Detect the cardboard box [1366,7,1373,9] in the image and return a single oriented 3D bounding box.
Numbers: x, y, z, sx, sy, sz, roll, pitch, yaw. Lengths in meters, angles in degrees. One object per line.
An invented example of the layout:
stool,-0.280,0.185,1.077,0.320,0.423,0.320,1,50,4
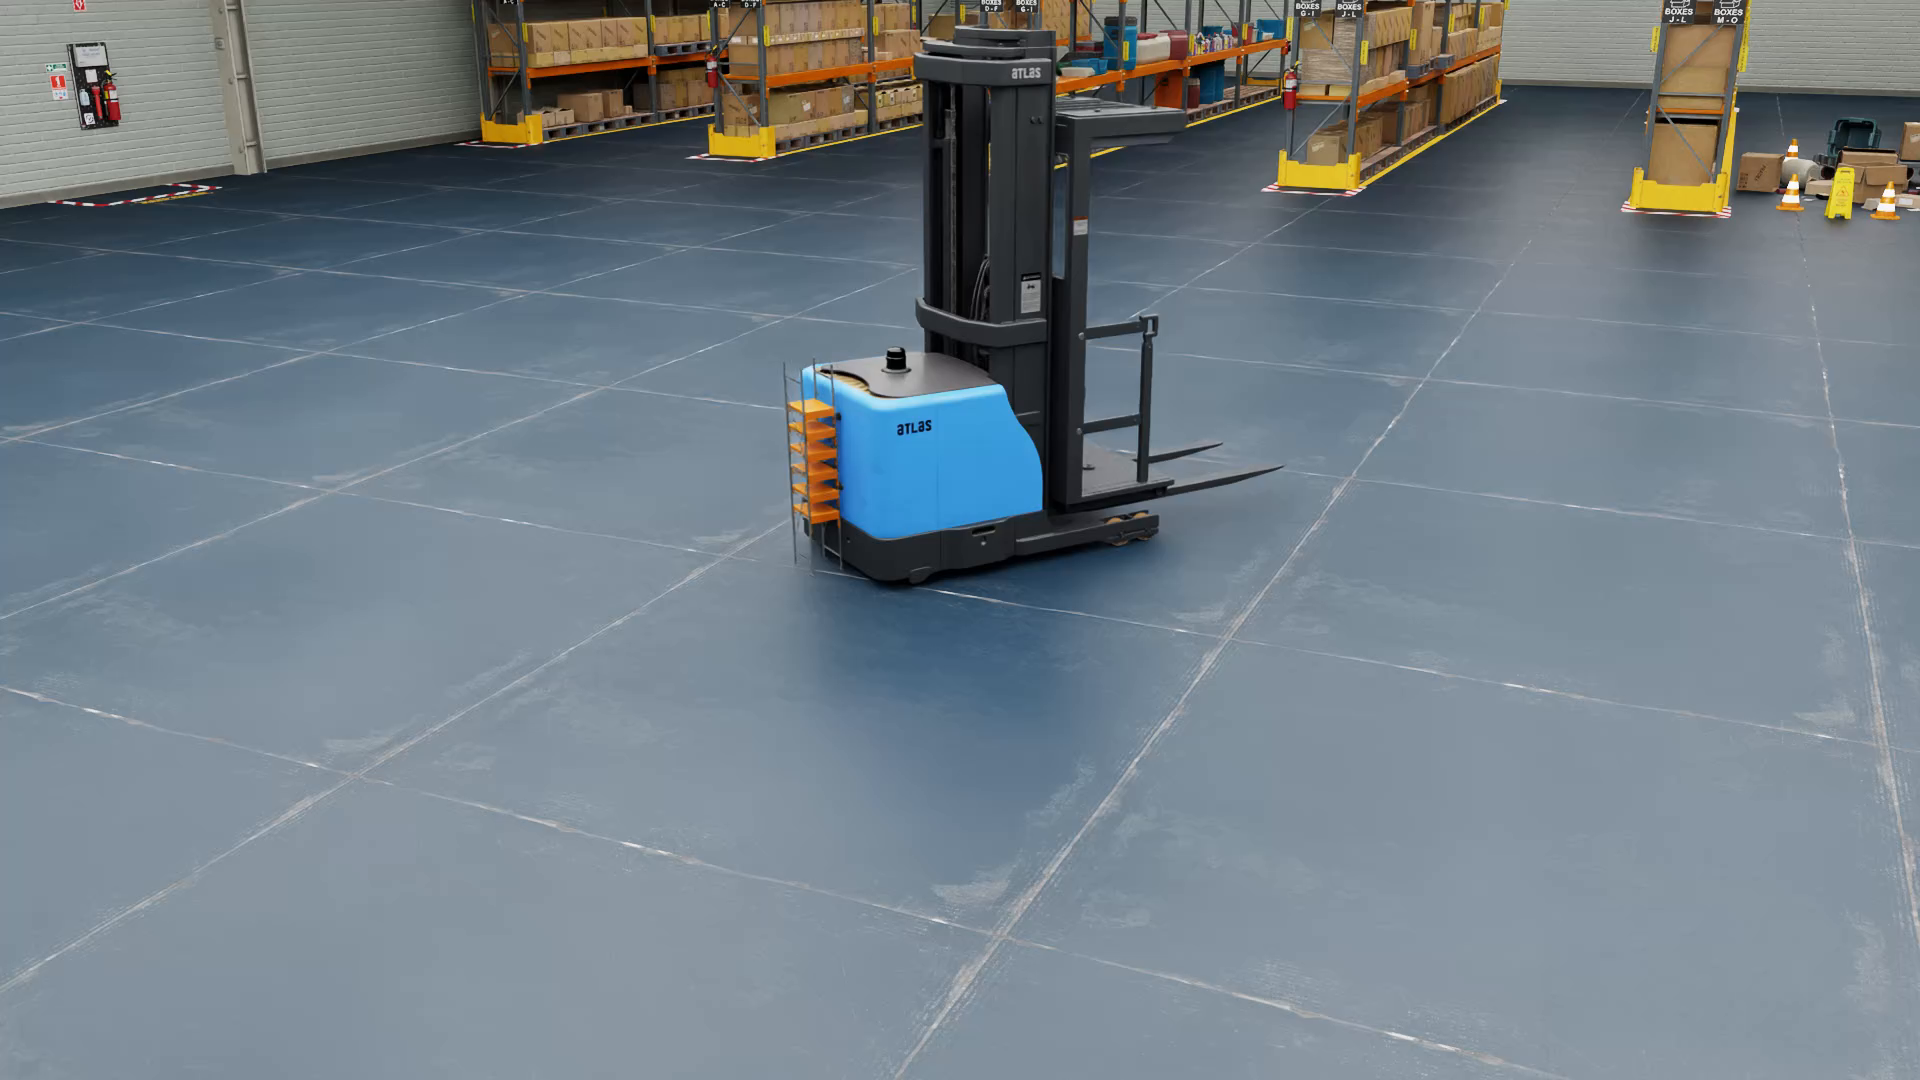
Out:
cardboard box,6.328,-8.296,26.733,0.500,0.500,0.500,9,21,23

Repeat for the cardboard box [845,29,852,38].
cardboard box,-2.213,-9.338,30.632,0.380,0.149,0.250,8,21,21

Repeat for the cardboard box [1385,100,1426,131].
cardboard box,8.114,-7.767,30.405,0.700,0.500,0.500,7,21,18

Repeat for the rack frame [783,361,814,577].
rack frame,-0.900,-0.387,9.267,0.006,1.200,0.240,-13,23,-28

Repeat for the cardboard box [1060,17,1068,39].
cardboard box,2.265,-12.330,40.013,0.500,0.500,0.500,8,21,22

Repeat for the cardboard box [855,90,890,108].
cardboard box,-1.692,-8.512,32.067,0.500,0.311,0.500,9,21,23

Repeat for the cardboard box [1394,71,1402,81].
cardboard box,7.016,-7.594,27.219,0.380,0.149,0.250,9,21,23

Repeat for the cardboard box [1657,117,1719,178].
cardboard box,10.369,-5.641,23.899,0.875,0.875,0.875,8,21,22

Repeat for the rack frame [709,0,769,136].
rack frame,-3.727,-8.031,28.074,1.000,3.000,0.127,9,21,23

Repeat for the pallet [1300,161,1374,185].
pallet,5.705,-5.623,25.466,1.003,0.211,1.213,9,21,23

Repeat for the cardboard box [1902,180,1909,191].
cardboard box,13.697,-5.291,24.449,0.258,0.266,0.396,-5,20,-15

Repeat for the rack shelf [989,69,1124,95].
rack shelf,1.610,-7.622,27.999,1.077,0.370,4.000,9,21,23

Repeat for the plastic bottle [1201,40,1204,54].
plastic bottle,4.950,-10.107,34.104,0.097,0.271,0.097,0,20,0

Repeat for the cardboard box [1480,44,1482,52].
cardboard box,10.755,-10.345,34.957,0.380,0.149,0.250,8,21,21

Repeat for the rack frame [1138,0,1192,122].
rack frame,4.067,-9.795,33.036,1.000,3.000,0.127,9,21,23

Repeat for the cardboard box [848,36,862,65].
cardboard box,-2.265,-9.164,31.111,0.700,0.500,0.500,8,21,21

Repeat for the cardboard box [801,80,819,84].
cardboard box,-3.843,-11.074,39.212,0.750,0.750,0.750,9,22,24

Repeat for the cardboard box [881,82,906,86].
cardboard box,-1.352,-9.206,34.017,0.500,0.311,0.500,8,21,21

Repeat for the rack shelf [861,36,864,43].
rack shelf,-2.515,-12.650,42.136,1.077,0.370,4.000,9,21,23

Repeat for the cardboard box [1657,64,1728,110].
cardboard box,9.904,-6.149,22.559,0.875,0.550,0.550,9,21,23

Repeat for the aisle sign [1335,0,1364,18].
aisle sign,5.558,-7.835,23.644,0.394,0.787,0.004,9,21,23

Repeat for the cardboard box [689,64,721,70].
cardboard box,-5.510,-10.145,35.973,0.500,0.250,0.500,9,21,24

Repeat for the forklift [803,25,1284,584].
forklift,0.603,-1.484,9.769,3.031,2.935,1.130,-11,22,-29

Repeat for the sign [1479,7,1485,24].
sign,10.722,-10.775,34.181,0.100,0.325,0.005,9,21,23

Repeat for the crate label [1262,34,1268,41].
crate label,6.950,-11.696,38.683,0.396,0.136,0.243,9,21,23

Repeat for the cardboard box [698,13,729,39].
cardboard box,-5.359,-11.090,35.869,0.700,0.500,0.500,6,21,18

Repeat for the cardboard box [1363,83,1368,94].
cardboard box,5.879,-6.755,24.860,0.380,0.149,0.250,9,21,23

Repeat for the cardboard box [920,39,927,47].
cardboard box,-0.994,-10.187,34.271,0.500,0.311,0.500,8,21,22

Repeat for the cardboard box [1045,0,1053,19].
cardboard box,1.848,-12.480,38.944,0.500,0.500,0.500,8,21,21

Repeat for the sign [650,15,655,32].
sign,-6.112,-10.268,33.072,0.100,0.325,0.005,9,21,23

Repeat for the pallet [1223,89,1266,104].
pallet,6.468,-10.309,38.641,1.003,0.211,1.213,9,21,23

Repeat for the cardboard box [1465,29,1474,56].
cardboard box,10.072,-10.055,33.616,0.500,0.500,0.500,9,22,24

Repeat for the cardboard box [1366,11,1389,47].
cardboard box,6.198,-7.764,25.239,0.500,0.500,0.500,9,21,23

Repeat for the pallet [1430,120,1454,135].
pallet,8.977,-8.033,32.241,1.003,0.211,1.213,9,21,23

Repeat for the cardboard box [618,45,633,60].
cardboard box,-6.739,-9.533,32.493,0.500,0.250,0.500,9,21,23

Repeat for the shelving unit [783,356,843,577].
shelving unit,-0.822,-0.405,9.311,0.189,1.200,0.258,-13,23,-28

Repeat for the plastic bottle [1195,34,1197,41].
plastic bottle,5.111,-10.869,36.228,0.061,0.283,0.133,9,21,23

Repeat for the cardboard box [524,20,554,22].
cardboard box,-7.826,-9.486,31.240,0.500,0.500,0.500,8,21,21

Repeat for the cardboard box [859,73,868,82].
cardboard box,-2.725,-11.765,41.679,0.700,0.500,0.500,8,21,22

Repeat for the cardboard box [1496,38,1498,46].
cardboard box,11.807,-11.132,37.170,0.380,0.149,0.250,9,21,23

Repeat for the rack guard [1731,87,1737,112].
rack guard,16.314,-9.649,36.354,1.175,0.500,0.348,9,21,23

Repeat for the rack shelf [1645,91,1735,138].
rack shelf,10.612,-6.231,24.087,1.077,0.370,4.000,9,21,23

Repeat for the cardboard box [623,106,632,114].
cardboard box,-6.801,-8.637,33.349,0.380,0.166,0.250,6,20,16

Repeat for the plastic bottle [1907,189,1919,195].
plastic bottle,13.749,-5.012,23.970,0.133,0.061,0.283,13,23,32

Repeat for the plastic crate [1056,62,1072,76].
plastic crate,1.615,-8.097,28.575,0.450,0.188,0.662,9,21,23

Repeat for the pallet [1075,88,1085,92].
pallet,2.468,-11.341,41.543,1.003,0.211,1.213,9,21,23

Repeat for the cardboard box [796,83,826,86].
cardboard box,-2.762,-8.256,31.066,0.500,0.500,0.500,9,21,23

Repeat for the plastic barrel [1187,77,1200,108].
plastic barrel,4.714,-9.354,34.767,0.600,0.588,0.708,9,21,23

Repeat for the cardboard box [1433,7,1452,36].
cardboard box,8.899,-9.857,31.562,0.797,0.503,0.637,9,22,25

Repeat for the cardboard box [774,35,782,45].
cardboard box,-3.264,-8.555,28.430,0.380,0.149,0.250,8,21,21

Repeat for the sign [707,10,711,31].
sign,-4.216,-8.767,28.061,0.100,0.325,0.005,9,21,23

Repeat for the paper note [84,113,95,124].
paper note,-12.389,-5.998,23.672,0.016,0.148,0.142,9,21,23

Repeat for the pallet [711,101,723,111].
pallet,-5.293,-9.602,36.654,1.003,0.211,1.213,9,21,23

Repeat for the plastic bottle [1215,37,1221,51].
plastic bottle,5.427,-10.488,35.168,0.152,0.276,0.135,9,21,23
